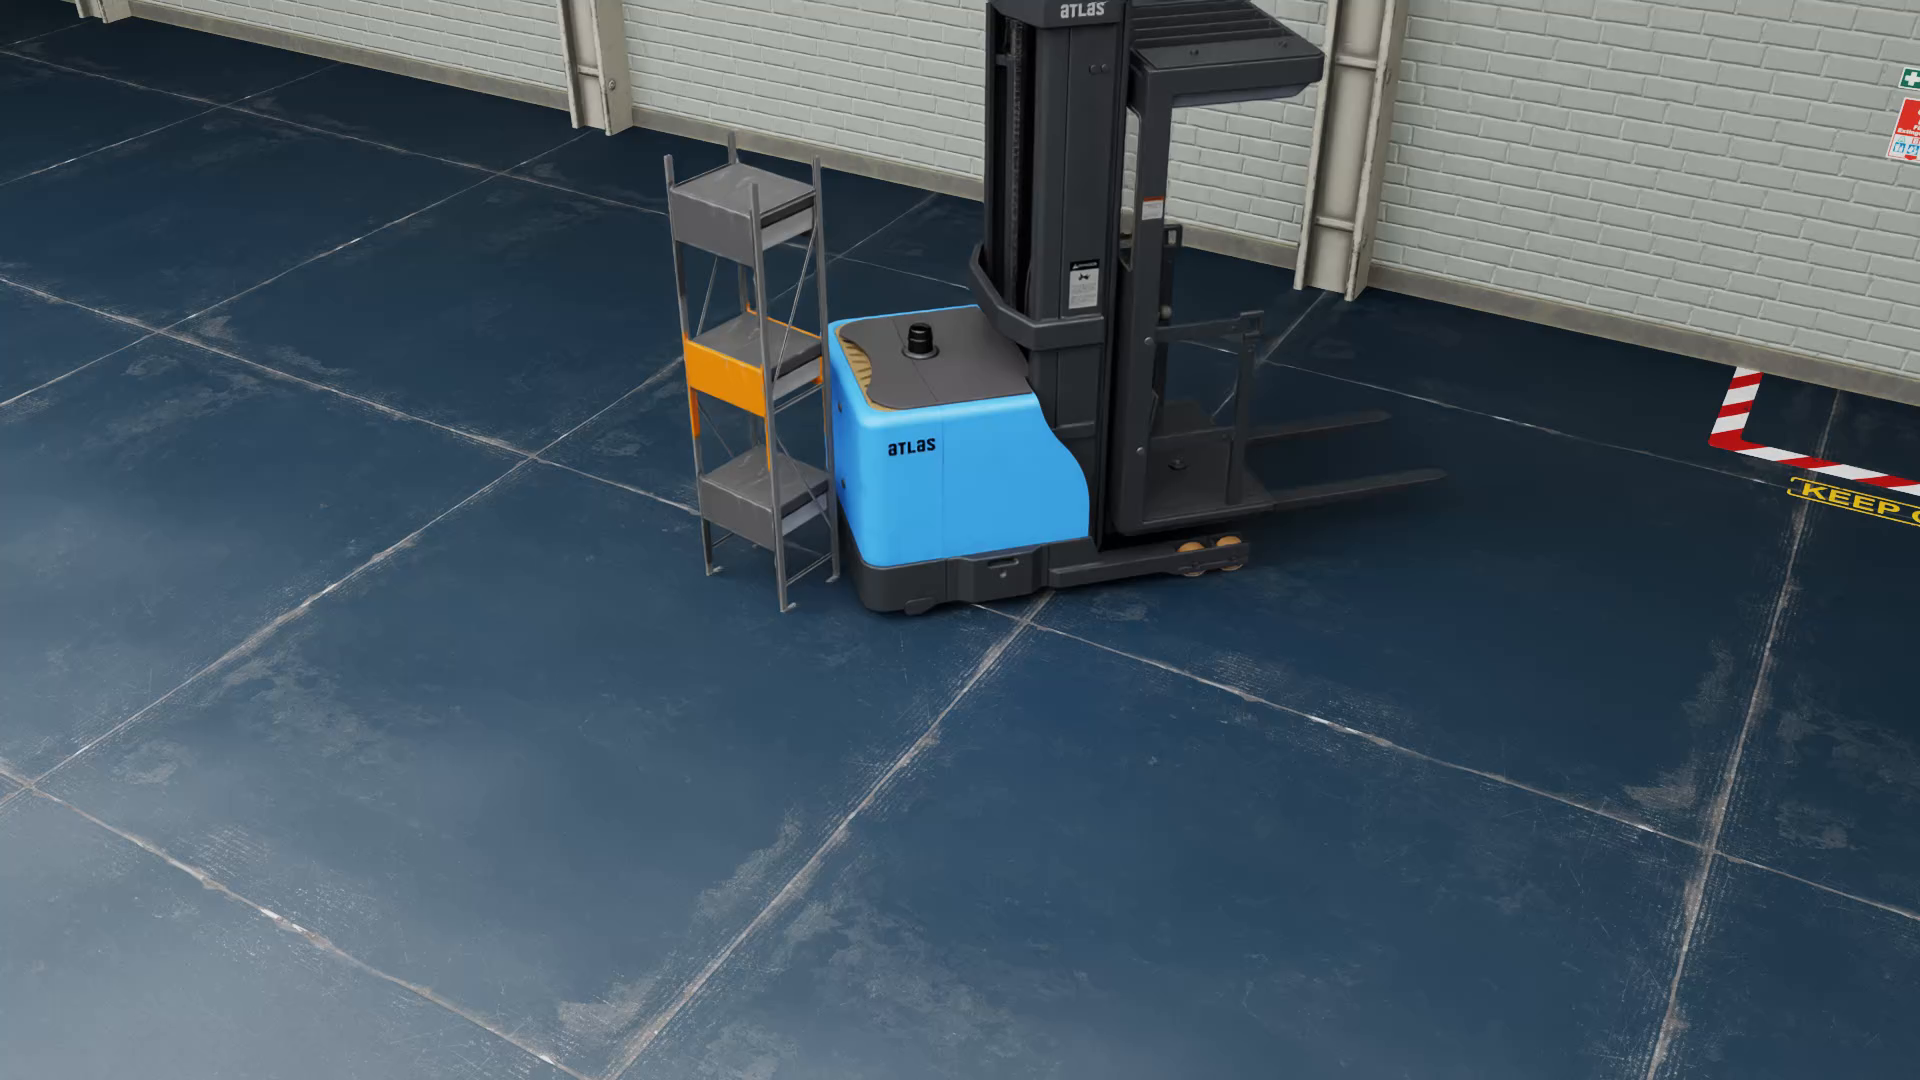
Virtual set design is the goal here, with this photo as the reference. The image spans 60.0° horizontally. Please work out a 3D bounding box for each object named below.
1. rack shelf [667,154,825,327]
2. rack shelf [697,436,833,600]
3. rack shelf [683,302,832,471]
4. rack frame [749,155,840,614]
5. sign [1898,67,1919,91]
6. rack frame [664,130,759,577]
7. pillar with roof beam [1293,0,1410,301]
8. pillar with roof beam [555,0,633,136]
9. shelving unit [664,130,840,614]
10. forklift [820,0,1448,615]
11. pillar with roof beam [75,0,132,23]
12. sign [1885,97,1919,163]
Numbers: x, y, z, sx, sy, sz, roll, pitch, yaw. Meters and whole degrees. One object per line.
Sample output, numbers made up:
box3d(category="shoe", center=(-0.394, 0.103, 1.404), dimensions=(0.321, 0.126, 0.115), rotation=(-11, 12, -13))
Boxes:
box3d(category="rack shelf", center=(-0.896, -1.273, 7.029), dimensions=(0.480, 0.518, 0.431), rotation=(24, 40, 31))
box3d(category="rack shelf", center=(-0.896, -0.108, 7.805), dimensions=(0.480, 0.518, 0.431), rotation=(24, 40, 31))
box3d(category="rack shelf", center=(-0.896, -0.691, 7.417), dimensions=(0.480, 0.518, 0.431), rotation=(24, 40, 31))
box3d(category="rack frame", center=(-0.705, -0.618, 7.284), dimensions=(0.015, 2.100, 0.400), rotation=(24, 40, 31))
box3d(category="sign", center=(5.039, -2.363, 8.582), dimensions=(0.331, 0.109, 0.001), rotation=(18, 37, 24))
box3d(category="rack frame", center=(-1.088, -0.786, 7.535), dimensions=(0.015, 2.100, 0.400), rotation=(24, 40, 31))
box3d(category="pillar with roof beam", center=(0.250, -3.309, 5.100), dimensions=(0.400, 9.000, 9.100), rotation=(18, 37, 24))
box3d(category="pillar with roof beam", center=(-4.959, -4.959, 7.578), dimensions=(0.400, 9.000, 9.100), rotation=(18, 37, 24))
box3d(category="shelving unit", center=(-0.896, -0.702, 7.410), dimensions=(0.503, 2.100, 0.431), rotation=(24, 40, 31))
box3d(category="forklift", center=(0.899, -1.316, 7.582), dimensions=(3.031, 2.935, 1.130), rotation=(-9, 35, -13))
box3d(category="pillar with roof beam", center=(-10.169, -6.609, 10.056), dimensions=(0.400, 9.000, 9.100), rotation=(18, 37, 24))
box3d(category="sign", center=(5.040, -2.148, 8.737), dimensions=(0.234, 0.329, 0.001), rotation=(18, 37, 24))
